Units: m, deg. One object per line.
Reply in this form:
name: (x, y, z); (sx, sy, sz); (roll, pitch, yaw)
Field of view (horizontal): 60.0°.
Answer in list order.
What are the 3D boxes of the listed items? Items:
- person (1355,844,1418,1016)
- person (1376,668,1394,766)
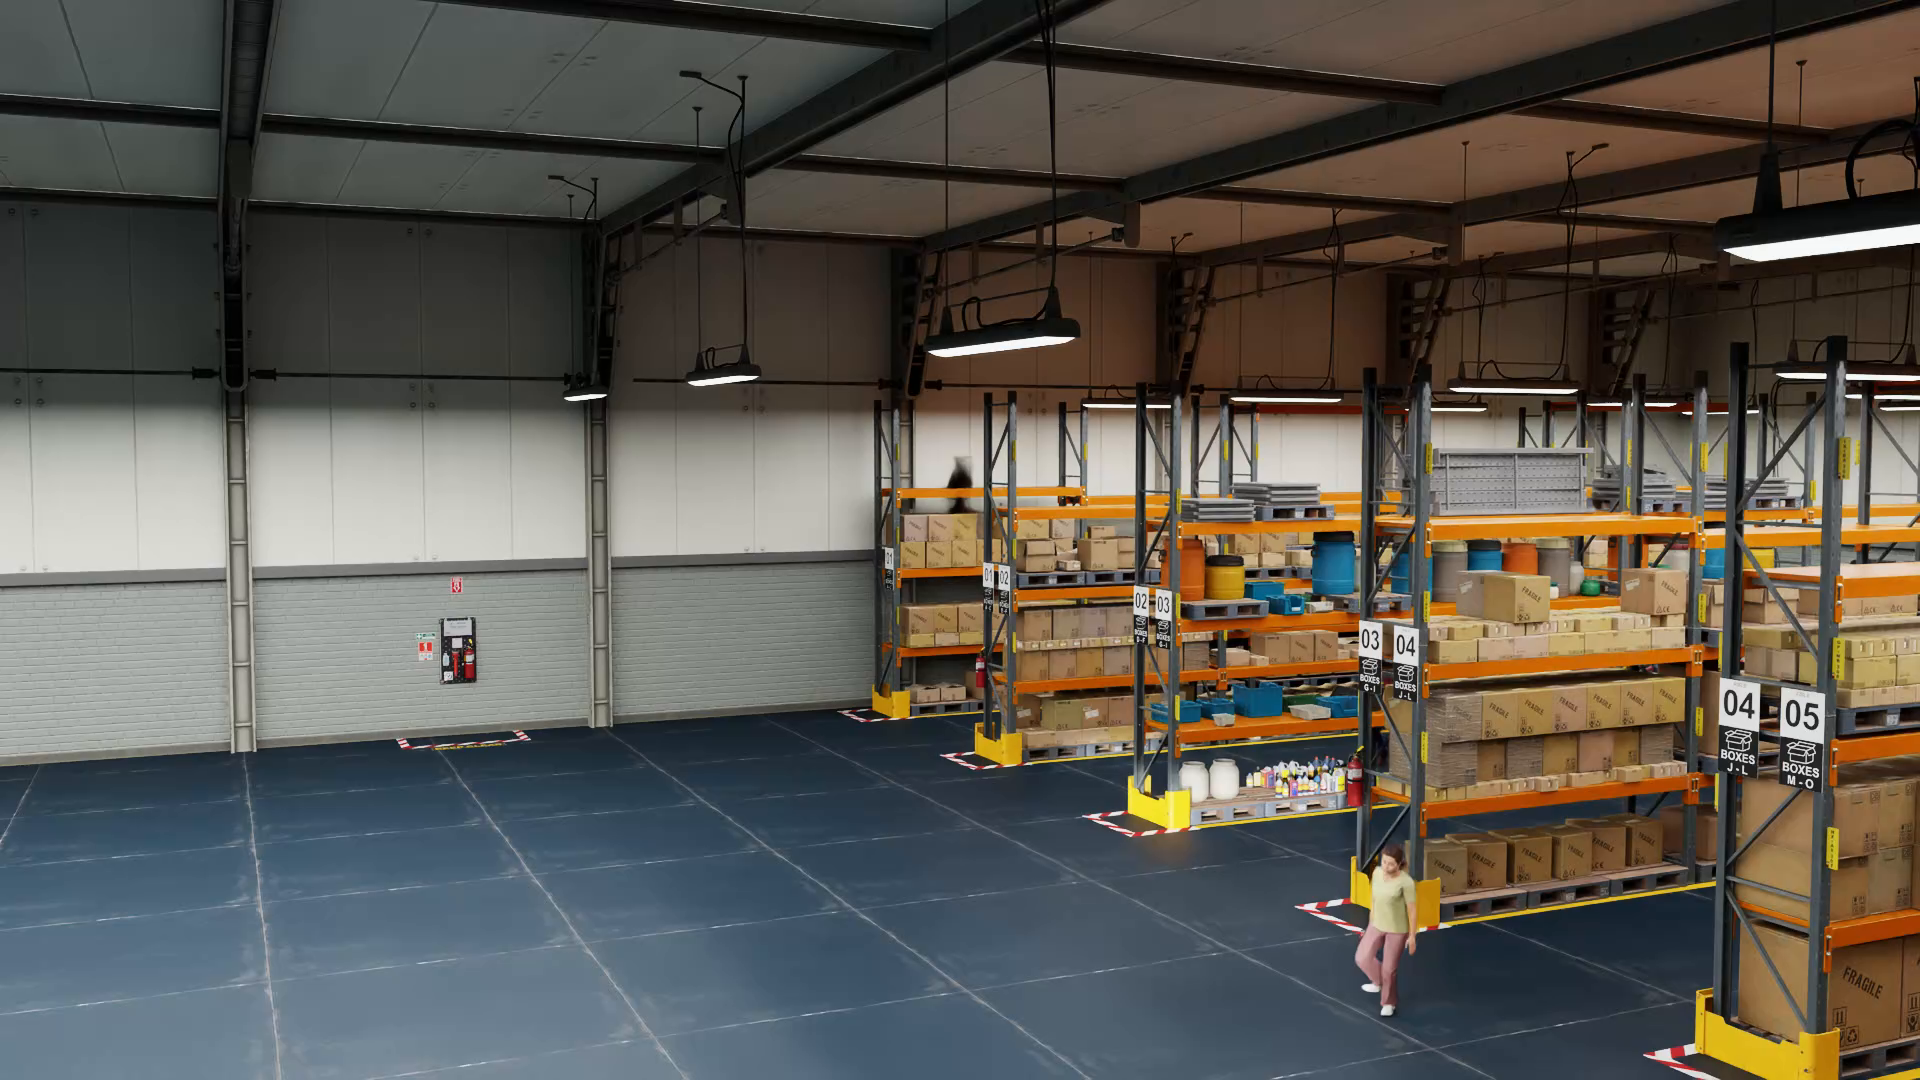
person: (3.888, 3.482, 15.016); (0.604, 1.595, 0.729); (-3, 5, -44)
person: (6.915, 2.823, 26.629); (0.801, 1.653, 0.499); (-2, 4, -29)
